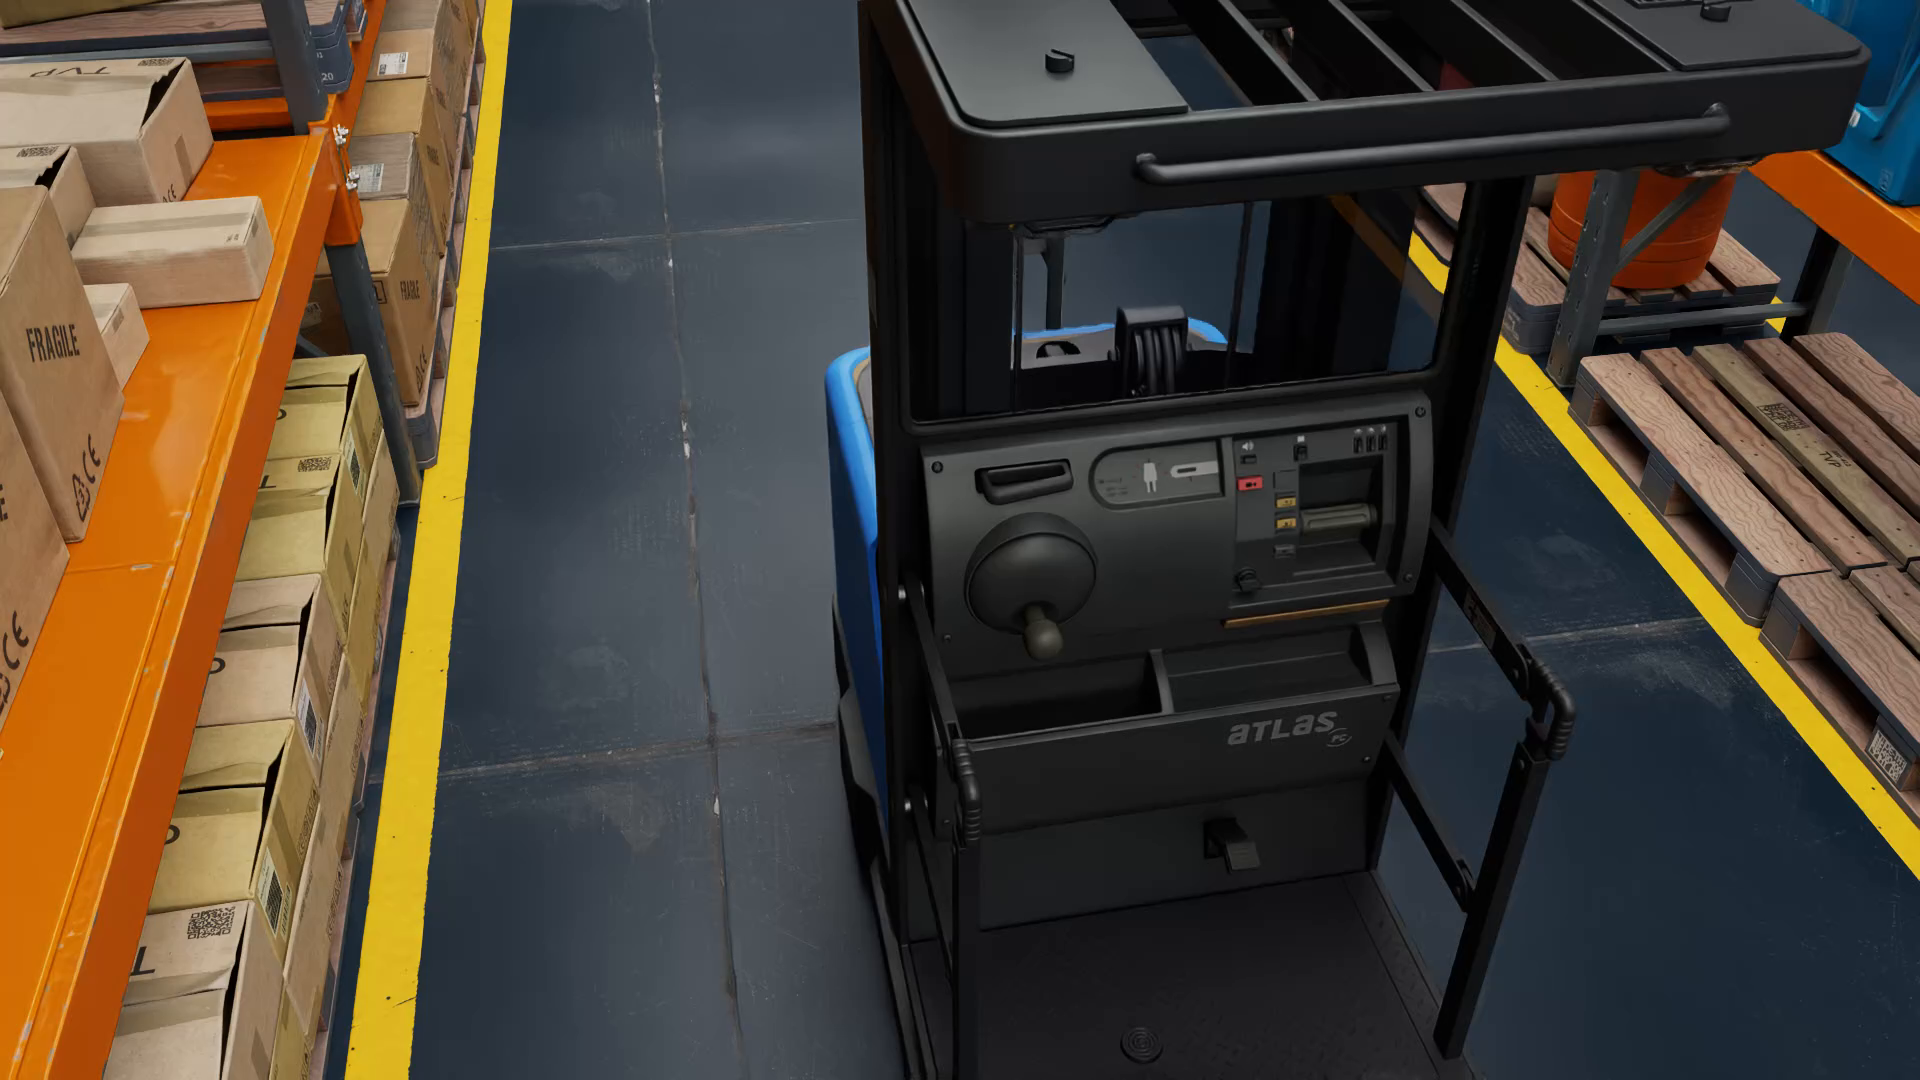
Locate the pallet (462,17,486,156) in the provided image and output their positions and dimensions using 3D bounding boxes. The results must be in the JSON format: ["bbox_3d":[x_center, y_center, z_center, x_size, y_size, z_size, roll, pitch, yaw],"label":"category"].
[{"bbox_3d":[-2.776,-2.106,7.789,1.003,0.211,1.213,-6,38,-8],"label":"pallet"}]

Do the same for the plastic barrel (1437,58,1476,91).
[{"bbox_3d":[2.322,-1.998,7.000,0.600,0.588,0.708,-6,38,-8],"label":"plastic barrel"}]

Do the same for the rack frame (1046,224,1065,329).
[{"bbox_3d":[0.065,-0.367,4.500,0.400,1.500,0.023,-6,38,-8],"label":"rack frame"}]

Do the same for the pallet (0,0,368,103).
[{"bbox_3d":[-2.443,-1.604,5.027,1.213,0.211,1.003,-6,38,-8],"label":"pallet"}]

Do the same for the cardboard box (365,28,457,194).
[{"bbox_3d":[-2.330,-1.704,6.678,0.500,0.500,0.500,-7,38,-9],"label":"cardboard box"}]

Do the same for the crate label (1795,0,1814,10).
[{"bbox_3d":[2.327,-1.448,4.805,0.303,0.233,0.416,-6,38,-8],"label":"crate label"}]

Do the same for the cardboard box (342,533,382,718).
[{"bbox_3d":[-1.829,0.244,4.390,0.500,0.250,0.500,-7,38,-8],"label":"cardboard box"}]

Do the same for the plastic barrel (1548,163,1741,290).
[{"bbox_3d":[2.520,-1.411,6.048,0.600,0.830,0.708,-6,38,-8],"label":"plastic barrel"}]

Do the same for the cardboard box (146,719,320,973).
[{"bbox_3d":[-1.652,0.631,3.434,0.500,0.311,0.500,-5,38,-7],"label":"cardboard box"}]

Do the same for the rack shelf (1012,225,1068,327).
[{"bbox_3d":[0.001,-0.896,4.545,0.431,0.370,0.720,-6,38,-8],"label":"rack shelf"}]

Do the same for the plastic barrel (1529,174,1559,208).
[{"bbox_3d":[2.333,-1.617,6.572,0.421,0.512,0.421,0,38,0],"label":"plastic barrel"}]

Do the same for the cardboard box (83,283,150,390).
[{"bbox_3d":[-1.976,-0.415,3.544,0.380,0.149,0.250,-4,38,-5],"label":"cardboard box"}]

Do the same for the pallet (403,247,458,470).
[{"bbox_3d":[-2.348,-0.632,5.892,1.003,0.211,1.213,-6,38,-8],"label":"pallet"}]

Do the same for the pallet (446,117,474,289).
[{"bbox_3d":[-2.559,-1.367,6.838,1.003,0.211,1.213,-6,38,-8],"label":"pallet"}]

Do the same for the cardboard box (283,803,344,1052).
[{"bbox_3d":[-1.650,0.859,3.599,0.500,0.250,0.500,-6,38,-7],"label":"cardboard box"}]

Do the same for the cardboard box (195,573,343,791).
[{"bbox_3d":[-1.737,0.328,3.824,0.500,0.311,0.500,-6,38,-8],"label":"cardboard box"}]

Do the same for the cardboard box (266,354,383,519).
[{"bbox_3d":[-1.921,-0.290,4.620,0.500,0.311,0.500,-5,38,-7],"label":"cardboard box"}]

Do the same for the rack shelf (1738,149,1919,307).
[{"bbox_3d":[2.973,-0.317,3.799,1.077,0.370,4.000,-6,38,-8],"label":"rack shelf"}]

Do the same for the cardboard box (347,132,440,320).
[{"bbox_3d":[-2.151,-1.086,5.882,0.500,0.500,0.500,-8,38,-10],"label":"cardboard box"}]

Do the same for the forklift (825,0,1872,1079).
[{"bbox_3d":[0.442,0.048,2.799,1.130,2.935,3.031,-7,38,-9],"label":"forklift"}]

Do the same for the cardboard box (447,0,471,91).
[{"bbox_3d":[-2.509,-2.314,7.463,0.500,0.500,0.500,-6,38,-8],"label":"cardboard box"}]

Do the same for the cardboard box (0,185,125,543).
[{"bbox_3d":[-1.945,-0.306,3.118,0.500,0.500,0.500,-8,39,-10],"label":"cardboard box"}]

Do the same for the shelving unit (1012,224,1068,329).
[{"bbox_3d":[0.001,-0.588,4.785,0.431,1.500,0.755,-6,38,-8],"label":"shelving unit"}]

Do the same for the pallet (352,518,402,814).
[{"bbox_3d":[-2.149,0.324,4.661,1.003,0.211,1.213,-6,38,-8],"label":"pallet"}]

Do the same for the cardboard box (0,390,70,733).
[{"bbox_3d":[-1.852,0.012,2.708,0.500,0.500,0.500,-6,38,-8],"label":"cardboard box"}]

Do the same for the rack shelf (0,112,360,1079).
[{"bbox_3d":[-1.904,0.214,3.116,1.077,0.370,4.000,-6,38,-8],"label":"rack shelf"}]

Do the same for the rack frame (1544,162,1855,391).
[{"bbox_3d":[2.622,-1.809,5.133,1.000,3.000,0.127,-6,38,-8],"label":"rack frame"}]

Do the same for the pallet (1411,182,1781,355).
[{"bbox_3d":[2.443,-1.179,6.596,1.003,0.211,1.213,-6,38,-8],"label":"pallet"}]

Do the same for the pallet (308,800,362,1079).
[{"bbox_3d":[-1.938,1.060,3.714,1.003,0.211,1.213,-6,38,-8],"label":"pallet"}]

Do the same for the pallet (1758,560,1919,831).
[{"bbox_3d":[2.931,0.500,4.435,1.003,0.211,1.213,-6,38,-8],"label":"pallet"}]

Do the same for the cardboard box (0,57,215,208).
[{"bbox_3d":[-2.234,-1.019,4.189,0.500,0.311,0.500,-4,38,-5],"label":"cardboard box"}]

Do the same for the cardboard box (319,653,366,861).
[{"bbox_3d":[-1.743,0.548,3.998,0.500,0.250,0.500,-5,38,-7],"label":"cardboard box"}]

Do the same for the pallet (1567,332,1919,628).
[{"bbox_3d":[2.720,-0.236,5.381,1.003,0.211,1.213,-6,38,-8],"label":"pallet"}]

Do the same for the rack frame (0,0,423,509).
[{"bbox_3d":[-2.255,-1.278,4.451,1.000,3.000,0.127,-6,38,-8],"label":"rack frame"}]

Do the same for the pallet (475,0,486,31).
[{"bbox_3d":[-3.076,-3.008,8.950,1.003,0.211,1.213,-6,38,-8],"label":"pallet"}]

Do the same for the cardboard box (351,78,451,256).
[{"bbox_3d":[-2.234,-1.390,6.273,0.500,0.500,0.500,-7,38,-9],"label":"cardboard box"}]

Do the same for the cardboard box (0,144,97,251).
[{"bbox_3d":[-2.289,-0.682,3.756,0.500,0.311,0.500,-7,38,-8],"label":"cardboard box"}]

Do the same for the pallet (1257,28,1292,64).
[{"bbox_3d":[2.015,-2.653,8.493,1.003,0.211,1.213,-6,38,-8],"label":"pallet"}]

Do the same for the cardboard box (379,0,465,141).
[{"bbox_3d":[-2.422,-2.011,7.073,0.500,0.500,0.500,-6,38,-7],"label":"cardboard box"}]

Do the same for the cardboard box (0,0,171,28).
[{"bbox_3d":[-2.476,-1.852,4.765,0.700,0.500,0.500,-19,42,-23],"label":"cardboard box"}]

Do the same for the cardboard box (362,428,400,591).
[{"bbox_3d":[-1.922,-0.067,4.790,0.500,0.250,0.500,-5,38,-7],"label":"cardboard box"}]

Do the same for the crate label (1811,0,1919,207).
[{"bbox_3d":[2.530,-1.194,4.313,0.502,0.435,0.616,-6,38,-8],"label":"crate label"}]

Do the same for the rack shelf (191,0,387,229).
[{"bbox_3d":[-2.605,-2.202,6.226,1.077,0.370,4.000,-6,38,-8],"label":"rack shelf"}]

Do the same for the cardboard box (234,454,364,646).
[{"bbox_3d":[-1.823,0.023,4.217,0.500,0.311,0.500,-7,38,-9],"label":"cardboard box"}]

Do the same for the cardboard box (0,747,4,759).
[{"bbox_3d":[-1.764,0.314,2.319,0.500,0.500,0.500,-4,38,-5],"label":"cardboard box"}]

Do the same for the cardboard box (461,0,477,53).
[{"bbox_3d":[-2.587,-2.614,7.848,0.500,0.500,0.500,-6,38,-8],"label":"cardboard box"}]

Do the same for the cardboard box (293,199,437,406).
[{"bbox_3d":[-2.053,-0.771,5.476,0.500,0.500,0.500,-5,38,-6],"label":"cardboard box"}]

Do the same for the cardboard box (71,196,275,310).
[{"bbox_3d":[-1.825,-0.666,3.867,0.380,0.149,0.250,-6,38,-8],"label":"cardboard box"}]

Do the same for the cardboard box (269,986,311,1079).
[{"bbox_3d":[-1.562,1.166,3.203,0.500,0.250,0.500,-7,38,-9],"label":"cardboard box"}]

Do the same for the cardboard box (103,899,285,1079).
[{"bbox_3d":[-1.555,0.944,3.031,0.500,0.311,0.500,-7,38,-9],"label":"cardboard box"}]
